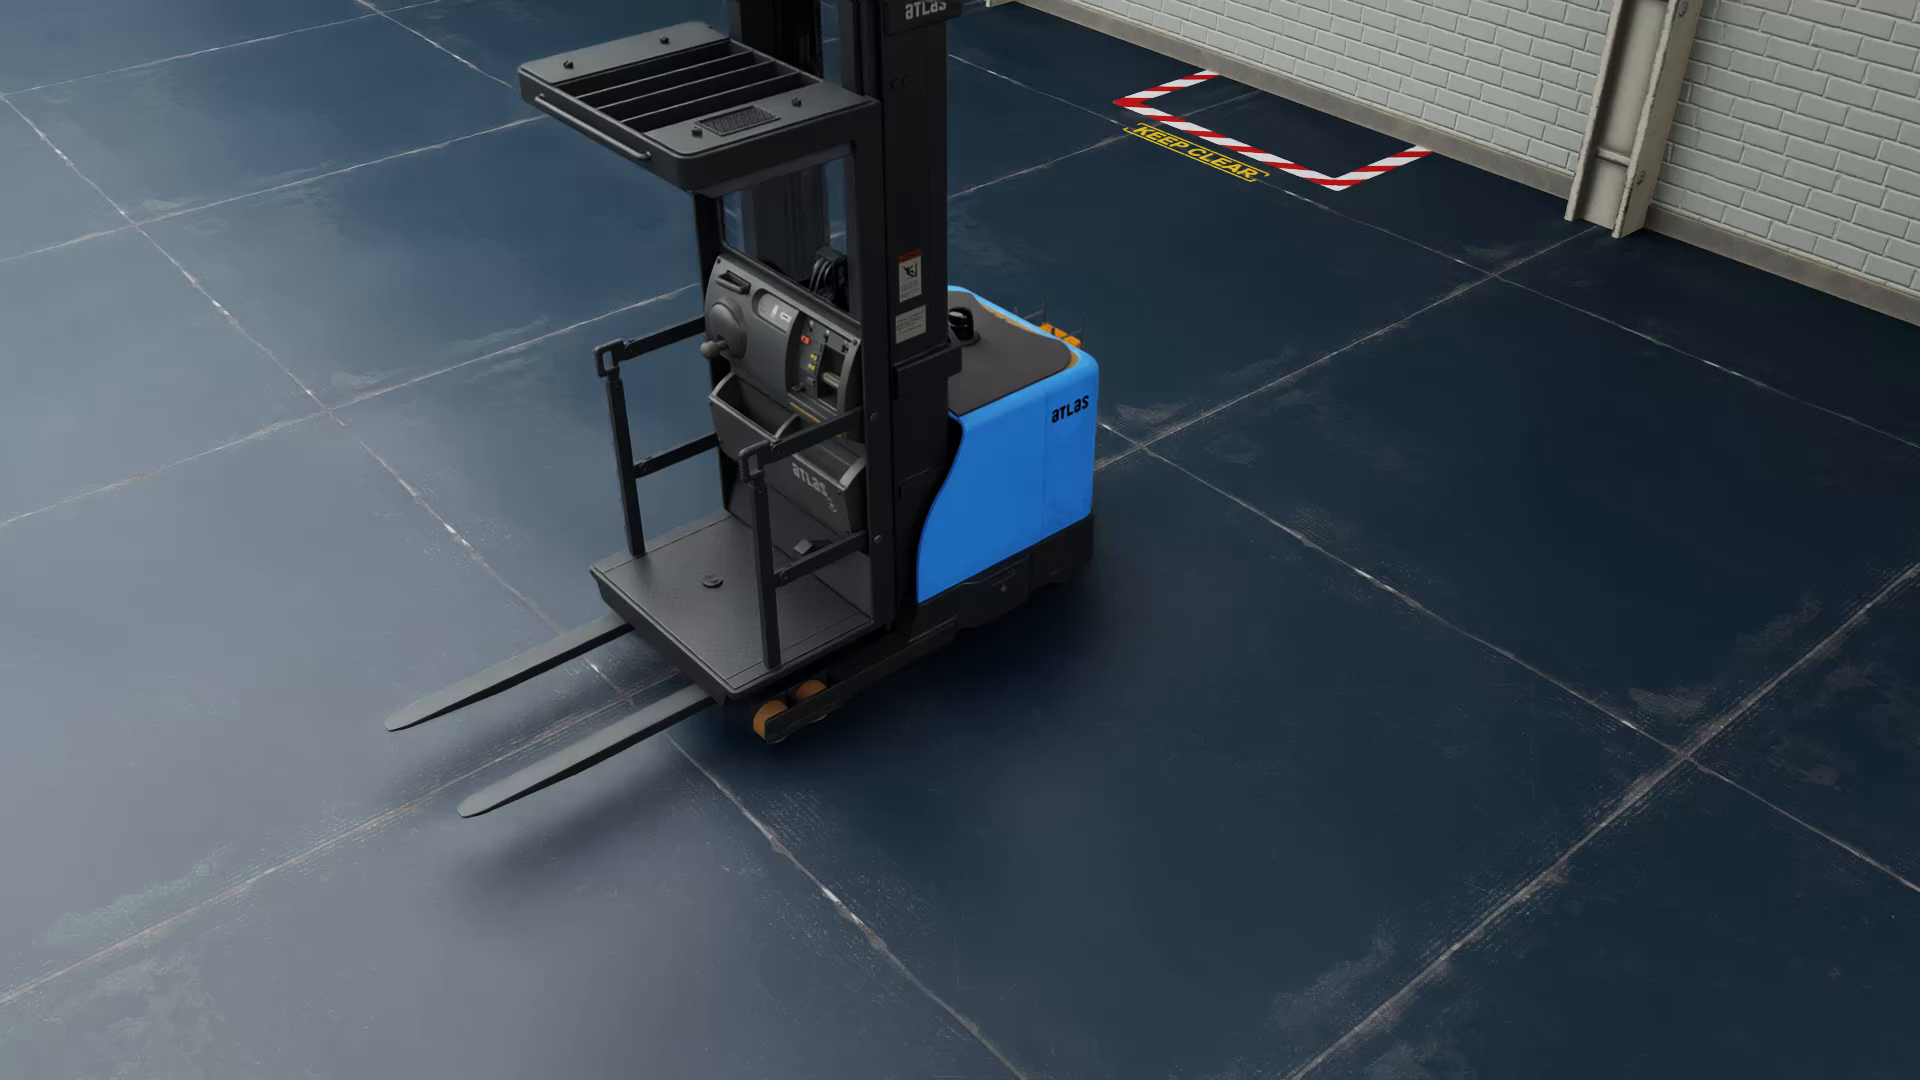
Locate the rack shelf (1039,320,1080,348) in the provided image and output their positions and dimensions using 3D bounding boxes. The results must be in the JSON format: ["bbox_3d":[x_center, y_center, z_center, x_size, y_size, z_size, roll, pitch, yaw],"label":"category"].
[{"bbox_3d":[0.396,-0.807,7.508,0.215,0.259,0.240,-26,43,-32],"label":"rack shelf"}]

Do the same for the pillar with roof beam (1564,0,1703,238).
[{"bbox_3d":[0.828,-4.098,5.750,9.100,9.000,0.400,-26,43,-32],"label":"pillar with roof beam"}]

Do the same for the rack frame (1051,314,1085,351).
[{"bbox_3d":[0.475,-0.530,7.590,0.200,1.050,0.008,-26,43,-32],"label":"rack frame"}]

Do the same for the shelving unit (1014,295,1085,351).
[{"bbox_3d":[0.396,-0.584,7.666,0.215,1.050,0.252,-26,43,-32],"label":"shelving unit"}]

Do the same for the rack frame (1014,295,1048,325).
[{"bbox_3d":[0.316,-0.637,7.741,0.200,1.050,0.008,-26,43,-32],"label":"rack frame"}]

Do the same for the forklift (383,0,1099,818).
[{"bbox_3d":[-0.847,-0.734,6.250,3.031,2.935,1.130,-26,43,-32],"label":"forklift"}]
